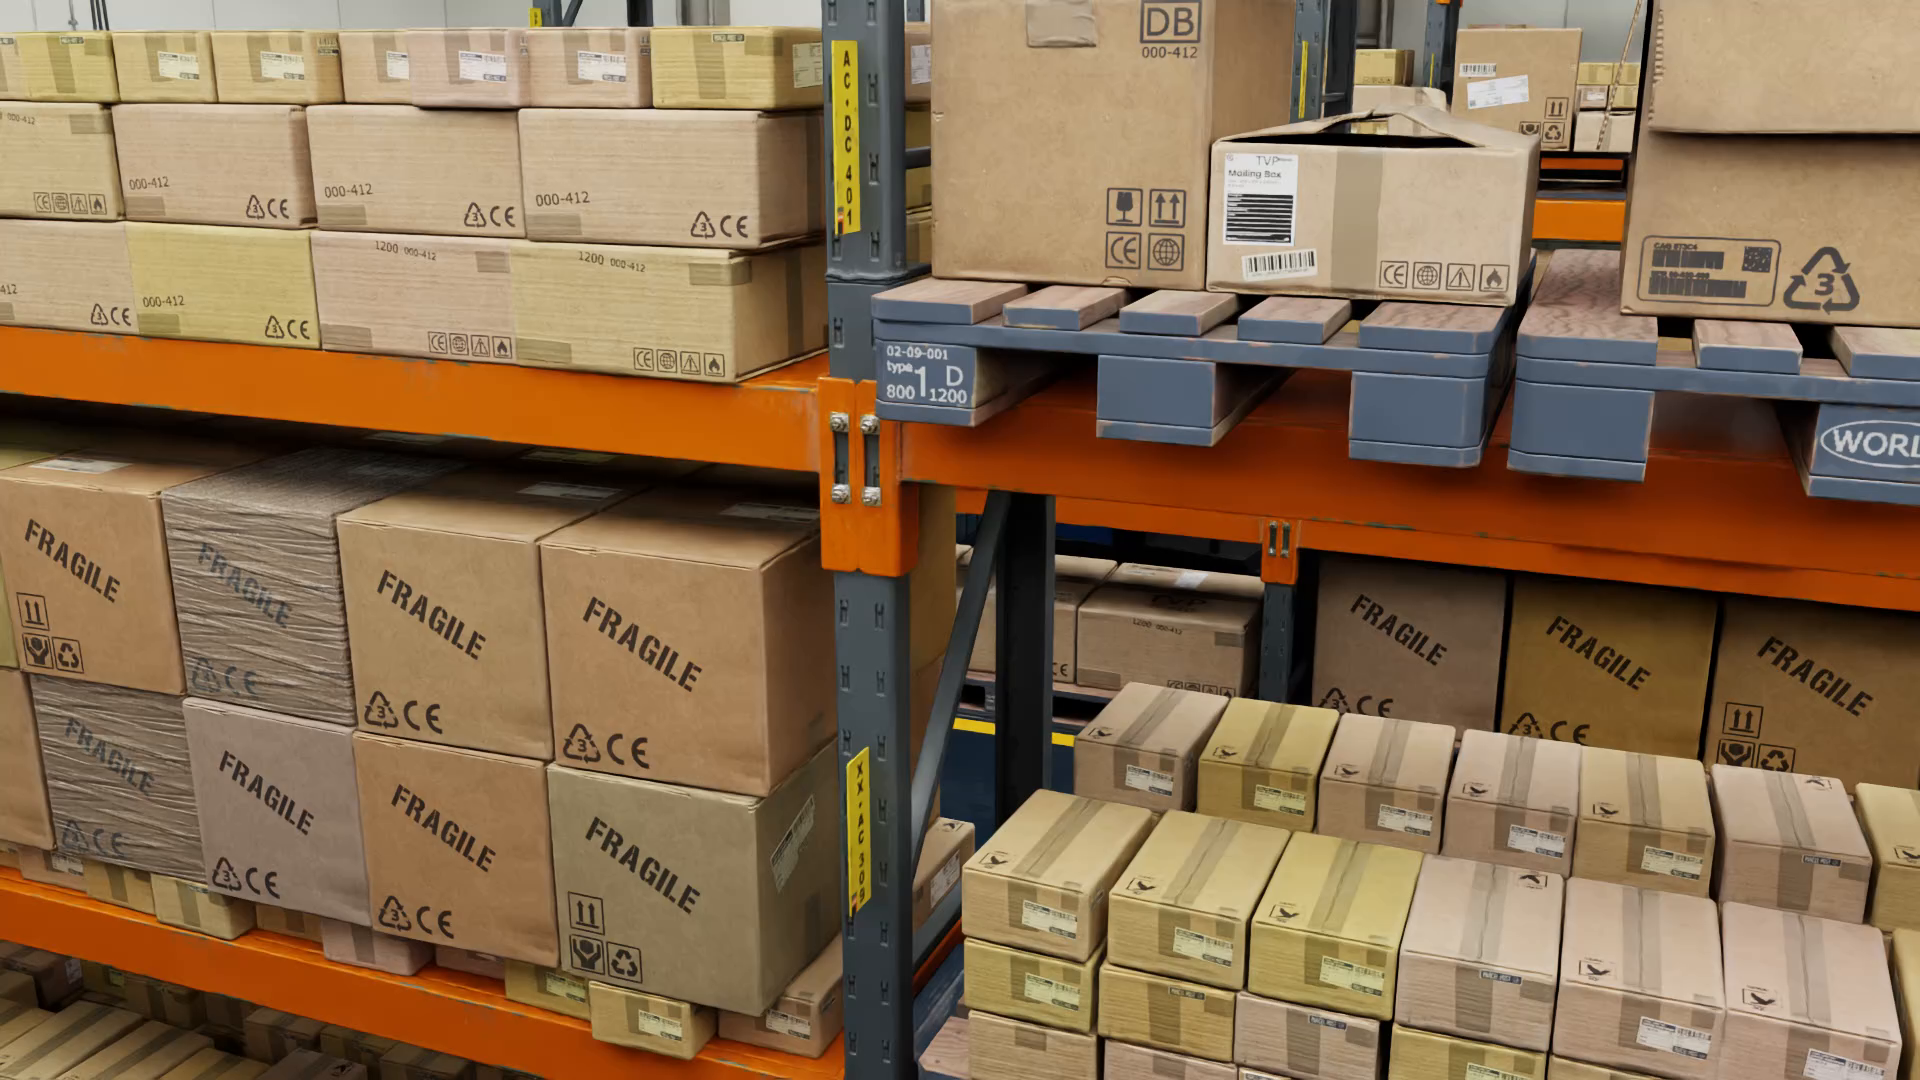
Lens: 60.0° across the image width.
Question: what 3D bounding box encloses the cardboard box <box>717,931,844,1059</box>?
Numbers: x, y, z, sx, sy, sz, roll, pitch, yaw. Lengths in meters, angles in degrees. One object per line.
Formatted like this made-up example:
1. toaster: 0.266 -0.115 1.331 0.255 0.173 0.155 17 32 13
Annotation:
1. cardboard box: -0.356 0.999 3.802 0.250 0.149 0.380 6 17 20

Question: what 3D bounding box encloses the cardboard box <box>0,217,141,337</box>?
1. cardboard box: -1.953 -0.658 3.950 0.500 0.250 0.500 6 17 20

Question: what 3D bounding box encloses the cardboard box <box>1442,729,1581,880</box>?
1. cardboard box: 1.175 0.552 3.523 0.250 0.149 0.380 6 17 20

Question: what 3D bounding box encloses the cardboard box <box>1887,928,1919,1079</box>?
1. cardboard box: 1.648 0.799 2.672 0.250 0.149 0.380 7 18 22

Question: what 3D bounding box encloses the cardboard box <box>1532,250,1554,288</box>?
1. cardboard box: 4.385 -1.824 12.143 0.500 0.500 0.700 6 17 21

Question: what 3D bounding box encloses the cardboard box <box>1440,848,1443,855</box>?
1. cardboard box: 1.144 0.834 3.619 0.250 0.149 0.380 5 17 18

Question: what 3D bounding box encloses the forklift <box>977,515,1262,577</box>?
1. forklift: 1.647 -1.134 10.823 3.031 2.935 1.130 9 19 29

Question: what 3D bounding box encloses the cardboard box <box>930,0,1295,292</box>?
1. cardboard box: 0.308 -0.776 3.153 0.500 0.500 0.700 6 17 21

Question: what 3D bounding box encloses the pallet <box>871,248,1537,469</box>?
1. pallet: 0.531 -0.412 3.170 1.003 0.211 1.213 6 17 21

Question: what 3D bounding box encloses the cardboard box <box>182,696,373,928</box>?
1. cardboard box: -1.503 0.575 4.098 0.500 0.500 0.500 6 17 20

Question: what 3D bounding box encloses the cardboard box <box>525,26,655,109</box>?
1. cardboard box: -0.646 -0.938 3.303 0.250 0.149 0.380 7 18 22

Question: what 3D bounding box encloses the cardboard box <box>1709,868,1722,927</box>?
1. cardboard box: 1.666 0.747 3.385 0.250 0.149 0.380 6 17 21

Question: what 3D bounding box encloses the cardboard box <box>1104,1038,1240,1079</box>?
1. cardboard box: 0.453 0.953 3.209 0.250 0.149 0.380 7 17 22

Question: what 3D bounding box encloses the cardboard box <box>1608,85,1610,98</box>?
1. cardboard box: 4.599 -3.236 12.079 0.250 0.149 0.380 6 17 19

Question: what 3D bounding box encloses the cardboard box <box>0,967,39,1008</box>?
1. cardboard box: -3.062 1.458 5.063 0.250 0.149 0.380 7 17 22

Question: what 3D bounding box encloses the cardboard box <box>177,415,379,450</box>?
1. cardboard box: -1.757 -0.095 4.613 0.500 0.500 0.500 6 17 19

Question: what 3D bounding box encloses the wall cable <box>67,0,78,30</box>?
1. wall cable: -7.120 -4.441 11.330 0.029 3.000 2.355 6 17 21

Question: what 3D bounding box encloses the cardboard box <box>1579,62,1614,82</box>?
1. cardboard box: 4.580 -3.374 12.019 0.250 0.149 0.380 7 18 22

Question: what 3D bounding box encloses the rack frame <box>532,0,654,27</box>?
1. rack frame: -2.003 -3.737 8.906 0.127 3.000 1.000 6 17 21

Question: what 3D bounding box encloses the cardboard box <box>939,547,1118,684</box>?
1. cardboard box: 0.340 0.398 9.264 0.875 0.438 0.875 6 17 19

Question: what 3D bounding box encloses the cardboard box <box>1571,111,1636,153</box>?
1. cardboard box: 2.766 -1.757 7.130 0.250 0.166 0.380 5 17 17

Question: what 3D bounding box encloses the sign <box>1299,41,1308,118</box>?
1. sign: 1.515 -2.030 7.335 0.005 0.325 0.100 6 17 21

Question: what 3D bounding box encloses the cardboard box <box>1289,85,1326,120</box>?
1. cardboard box: 2.507 -3.281 12.450 0.500 0.250 0.500 6 17 19

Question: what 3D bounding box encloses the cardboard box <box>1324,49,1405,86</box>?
1. cardboard box: 2.978 -3.475 12.223 0.500 0.250 0.500 6 17 21

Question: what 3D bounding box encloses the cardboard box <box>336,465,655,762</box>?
1. cardboard box: -1.024 0.147 3.782 0.500 0.500 0.500 6 17 19

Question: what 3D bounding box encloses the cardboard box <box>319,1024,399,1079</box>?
1. cardboard box: -1.693 1.473 5.011 0.250 0.149 0.380 6 17 21

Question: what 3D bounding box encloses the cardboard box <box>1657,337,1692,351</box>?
1. cardboard box: 2.971 -0.759 7.434 0.500 0.500 0.500 6 17 19

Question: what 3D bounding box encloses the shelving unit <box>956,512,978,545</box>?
1. shelving unit: -0.008 -0.433 12.051 0.210 0.900 0.258 6 17 21

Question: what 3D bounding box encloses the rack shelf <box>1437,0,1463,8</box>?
1. rack shelf: 5.396 -3.874 11.384 4.000 0.370 1.077 6 17 21

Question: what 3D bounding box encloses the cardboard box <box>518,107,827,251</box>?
1. cardboard box: -0.527 -0.743 3.344 0.500 0.250 0.500 5 17 18

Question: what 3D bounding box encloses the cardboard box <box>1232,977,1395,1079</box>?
1. cardboard box: 0.675 0.835 3.080 0.250 0.149 0.380 7 17 22

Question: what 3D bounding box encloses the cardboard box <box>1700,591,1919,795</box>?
1. cardboard box: 3.998 0.596 7.797 0.875 0.875 0.875 7 17 21

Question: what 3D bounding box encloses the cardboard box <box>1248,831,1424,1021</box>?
1. cardboard box: 0.692 0.694 3.033 0.250 0.149 0.380 6 17 21

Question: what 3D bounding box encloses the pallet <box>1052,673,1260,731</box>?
1. pallet: 1.039 0.794 9.060 1.213 0.211 1.003 6 17 21

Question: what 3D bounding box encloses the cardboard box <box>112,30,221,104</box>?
1. cardboard box: -1.608 -1.040 3.651 0.250 0.149 0.380 6 17 20

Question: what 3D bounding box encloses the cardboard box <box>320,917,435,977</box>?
1. cardboard box: -1.357 0.906 4.124 0.250 0.149 0.380 5 17 18

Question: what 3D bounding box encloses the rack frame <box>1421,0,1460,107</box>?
1. rack frame: 3.535 -4.616 11.932 0.127 3.000 1.000 6 17 21

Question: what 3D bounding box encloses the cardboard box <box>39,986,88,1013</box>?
1. cardboard box: -2.906 1.483 5.511 0.250 0.149 0.380 6 17 19

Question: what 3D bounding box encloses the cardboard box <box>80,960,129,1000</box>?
1. cardboard box: -2.640 1.342 5.463 0.250 0.149 0.380 6 17 19

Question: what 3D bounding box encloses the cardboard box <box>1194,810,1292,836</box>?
1. cardboard box: 0.684 0.639 3.755 0.250 0.149 0.380 6 17 21

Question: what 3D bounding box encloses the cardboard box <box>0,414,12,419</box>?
1. cardboard box: -2.934 -0.068 4.522 0.500 0.500 0.500 7 18 22

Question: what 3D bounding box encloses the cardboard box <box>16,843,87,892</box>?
1. cardboard box: -2.308 0.791 4.519 0.250 0.149 0.380 6 17 20

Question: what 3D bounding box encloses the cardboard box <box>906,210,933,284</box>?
1. cardboard box: -0.338 -0.637 3.877 0.500 0.250 0.500 7 18 23

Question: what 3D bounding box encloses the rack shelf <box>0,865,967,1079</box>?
1. rack shelf: -1.865 0.988 4.680 4.000 0.370 1.077 6 17 21

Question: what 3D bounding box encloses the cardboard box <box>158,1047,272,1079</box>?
1. cardboard box: -2.131 1.591 4.606 0.250 0.149 0.380 7 17 21
